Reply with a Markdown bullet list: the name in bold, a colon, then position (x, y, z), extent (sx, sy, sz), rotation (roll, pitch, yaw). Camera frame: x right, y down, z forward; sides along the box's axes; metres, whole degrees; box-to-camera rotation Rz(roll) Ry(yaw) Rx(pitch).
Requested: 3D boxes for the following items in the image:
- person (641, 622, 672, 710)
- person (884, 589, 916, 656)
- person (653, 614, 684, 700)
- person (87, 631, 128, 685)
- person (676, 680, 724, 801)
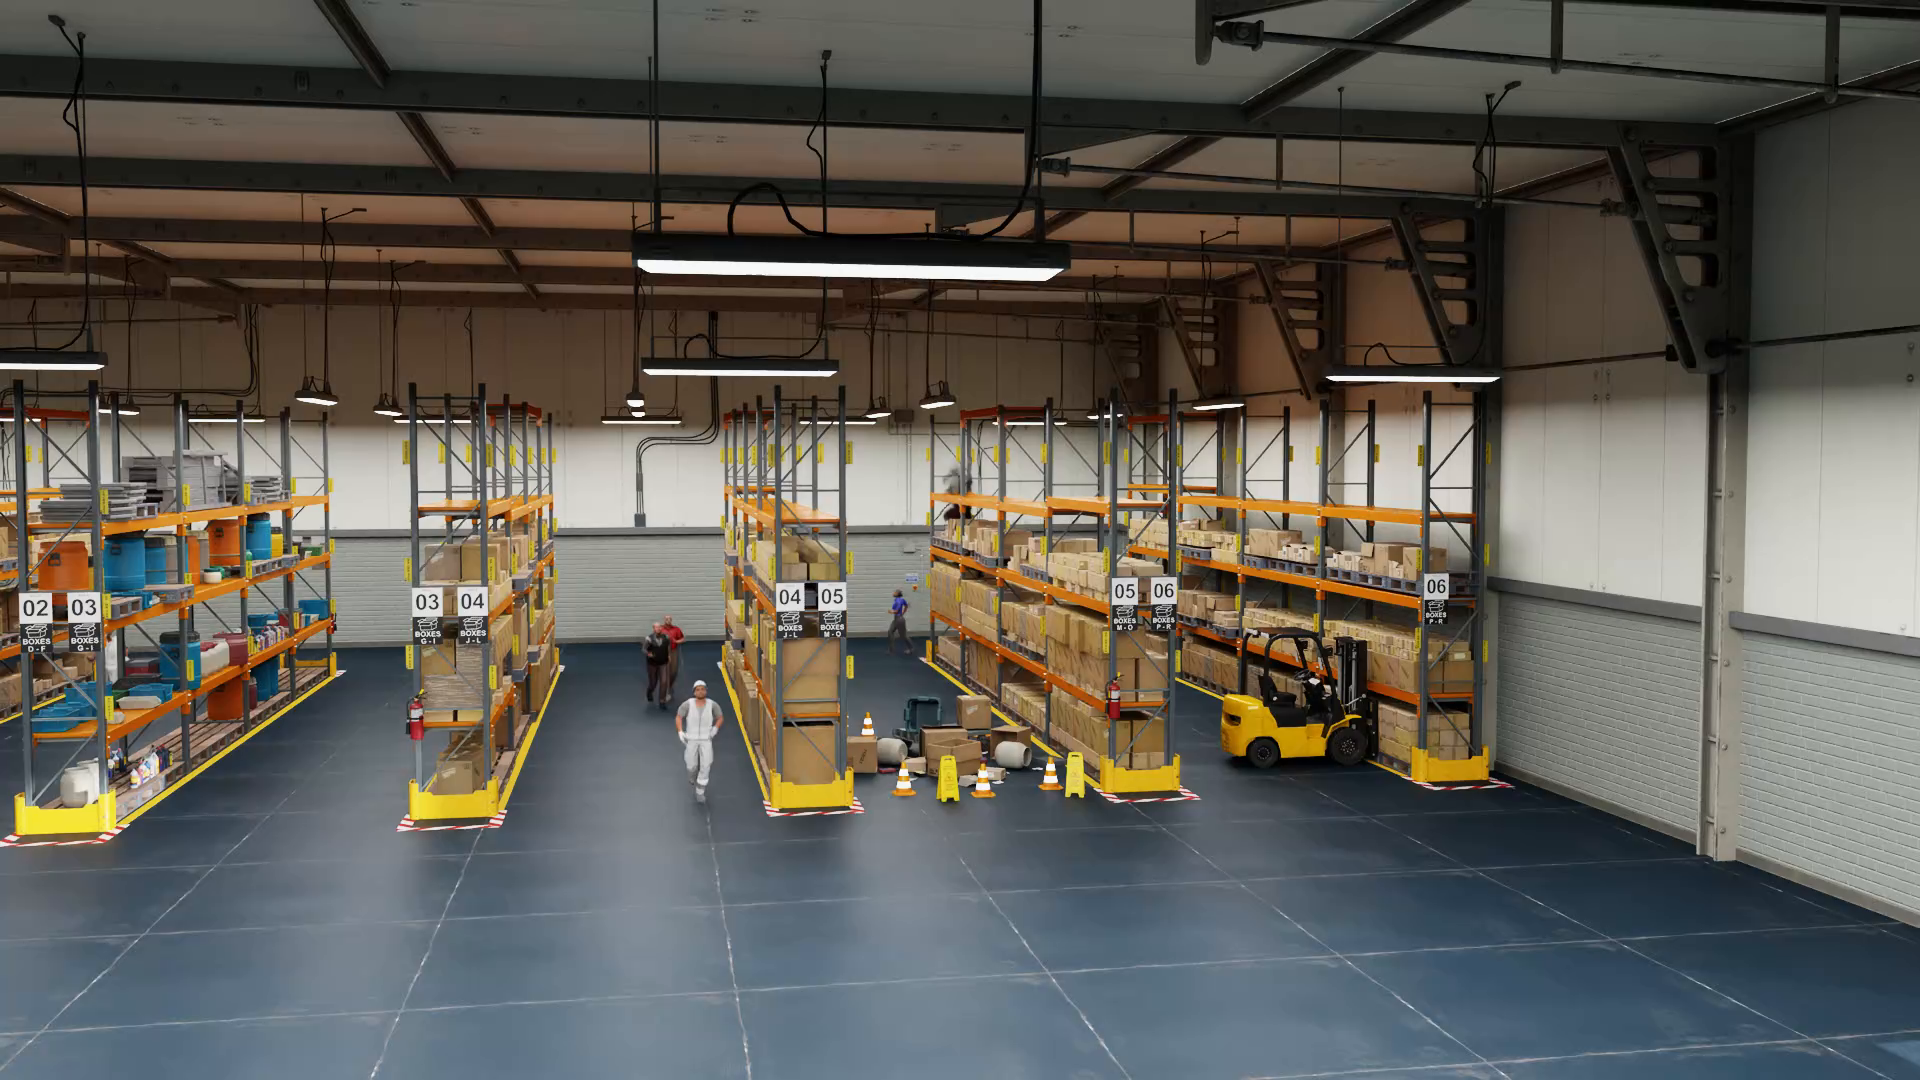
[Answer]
- **person**: position (-6.016, 2.472, 33.019), extent (0.646, 1.712, 0.927), rotation (-1, 3, -23)
- **person**: position (-1.492, 2.075, 41.572), extent (0.781, 1.682, 0.580), rotation (0, 3, -9)
- **person**: position (-6.010, 2.383, 34.264), extent (0.662, 1.716, 0.989), rotation (-1, 3, -20)
- **person**: position (-16.217, 2.479, 31.638), extent (0.683, 1.778, 1.003), rotation (-1, 3, -21)
- **person**: position (-3.792, 2.912, 24.252), extent (0.700, 1.738, 0.598), rotation (0, 3, -9)
